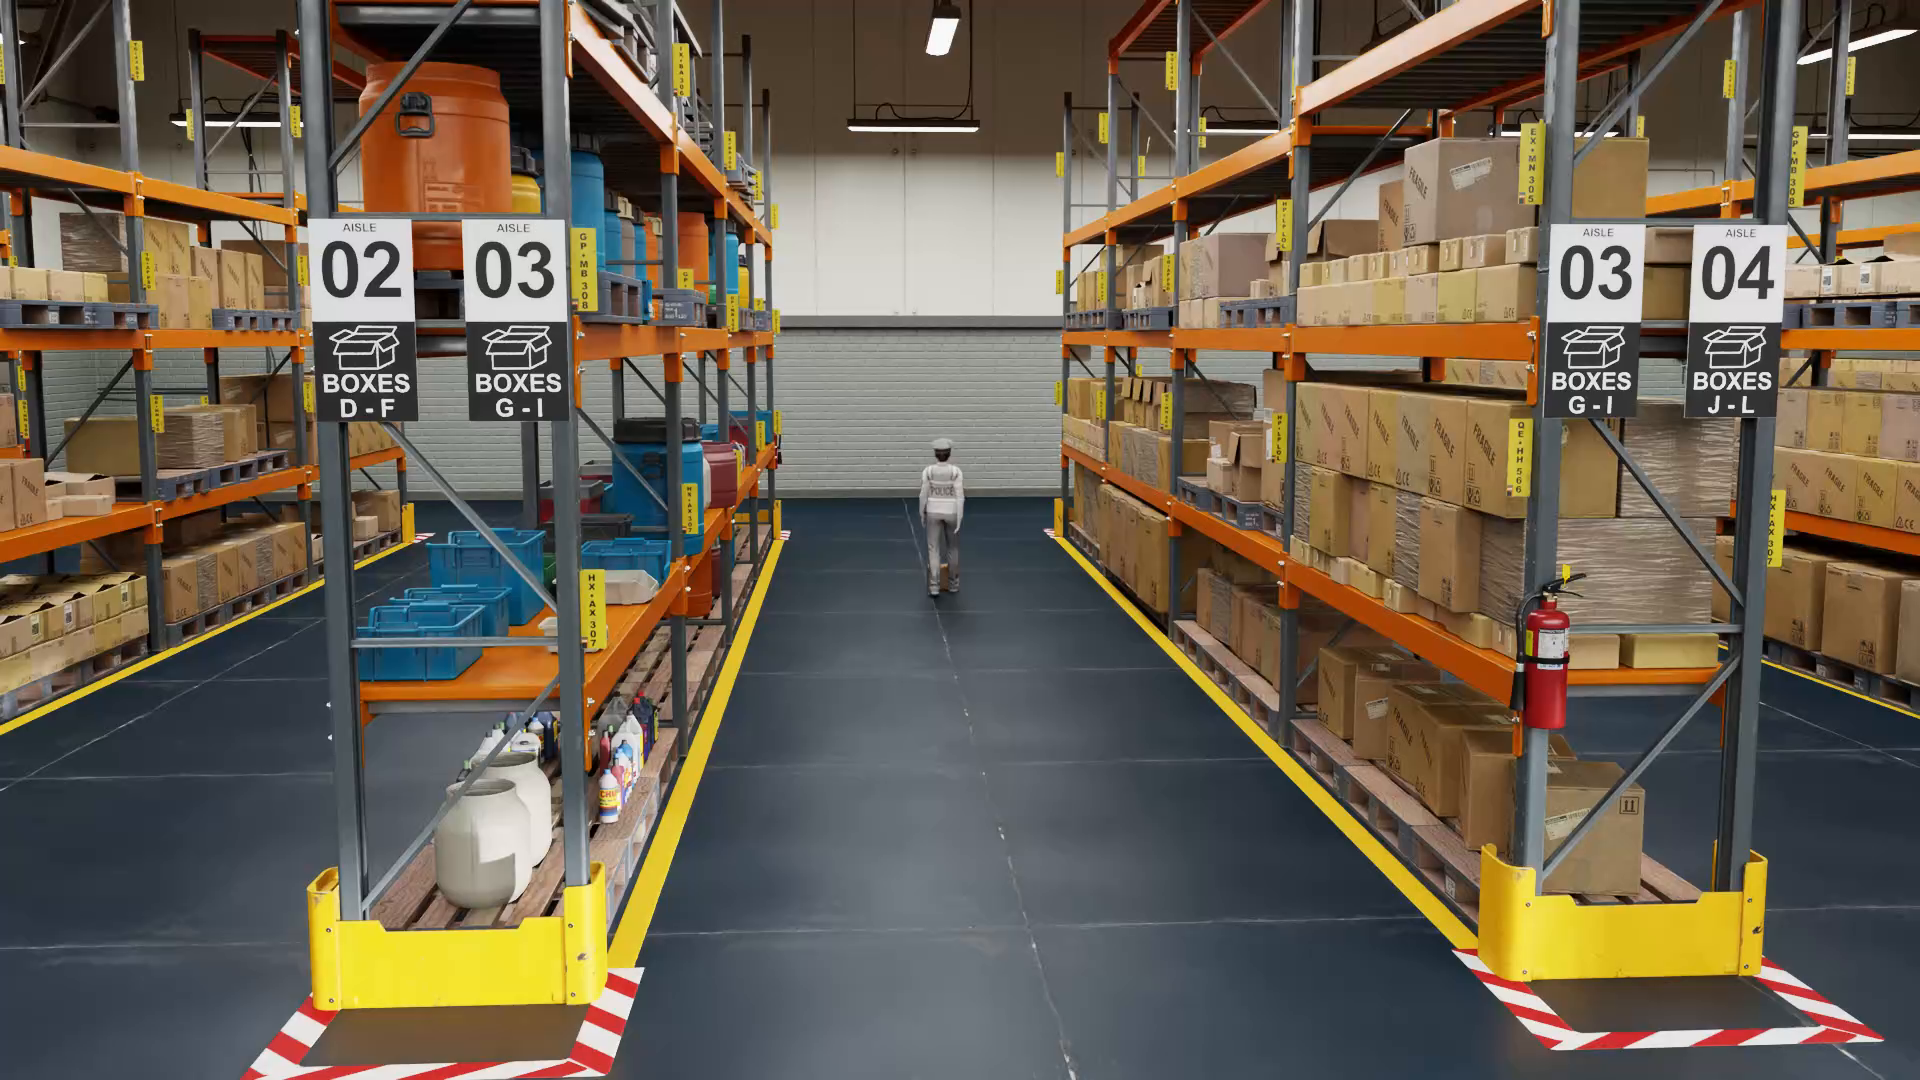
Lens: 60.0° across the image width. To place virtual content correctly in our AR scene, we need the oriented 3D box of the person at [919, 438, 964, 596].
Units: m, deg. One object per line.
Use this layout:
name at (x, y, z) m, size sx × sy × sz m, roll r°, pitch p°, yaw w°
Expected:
person at (-0.198, -0.246, 17.777) m, size 0.478 × 1.690 × 0.563 m, roll 0°, pitch 7°, yaw -3°
